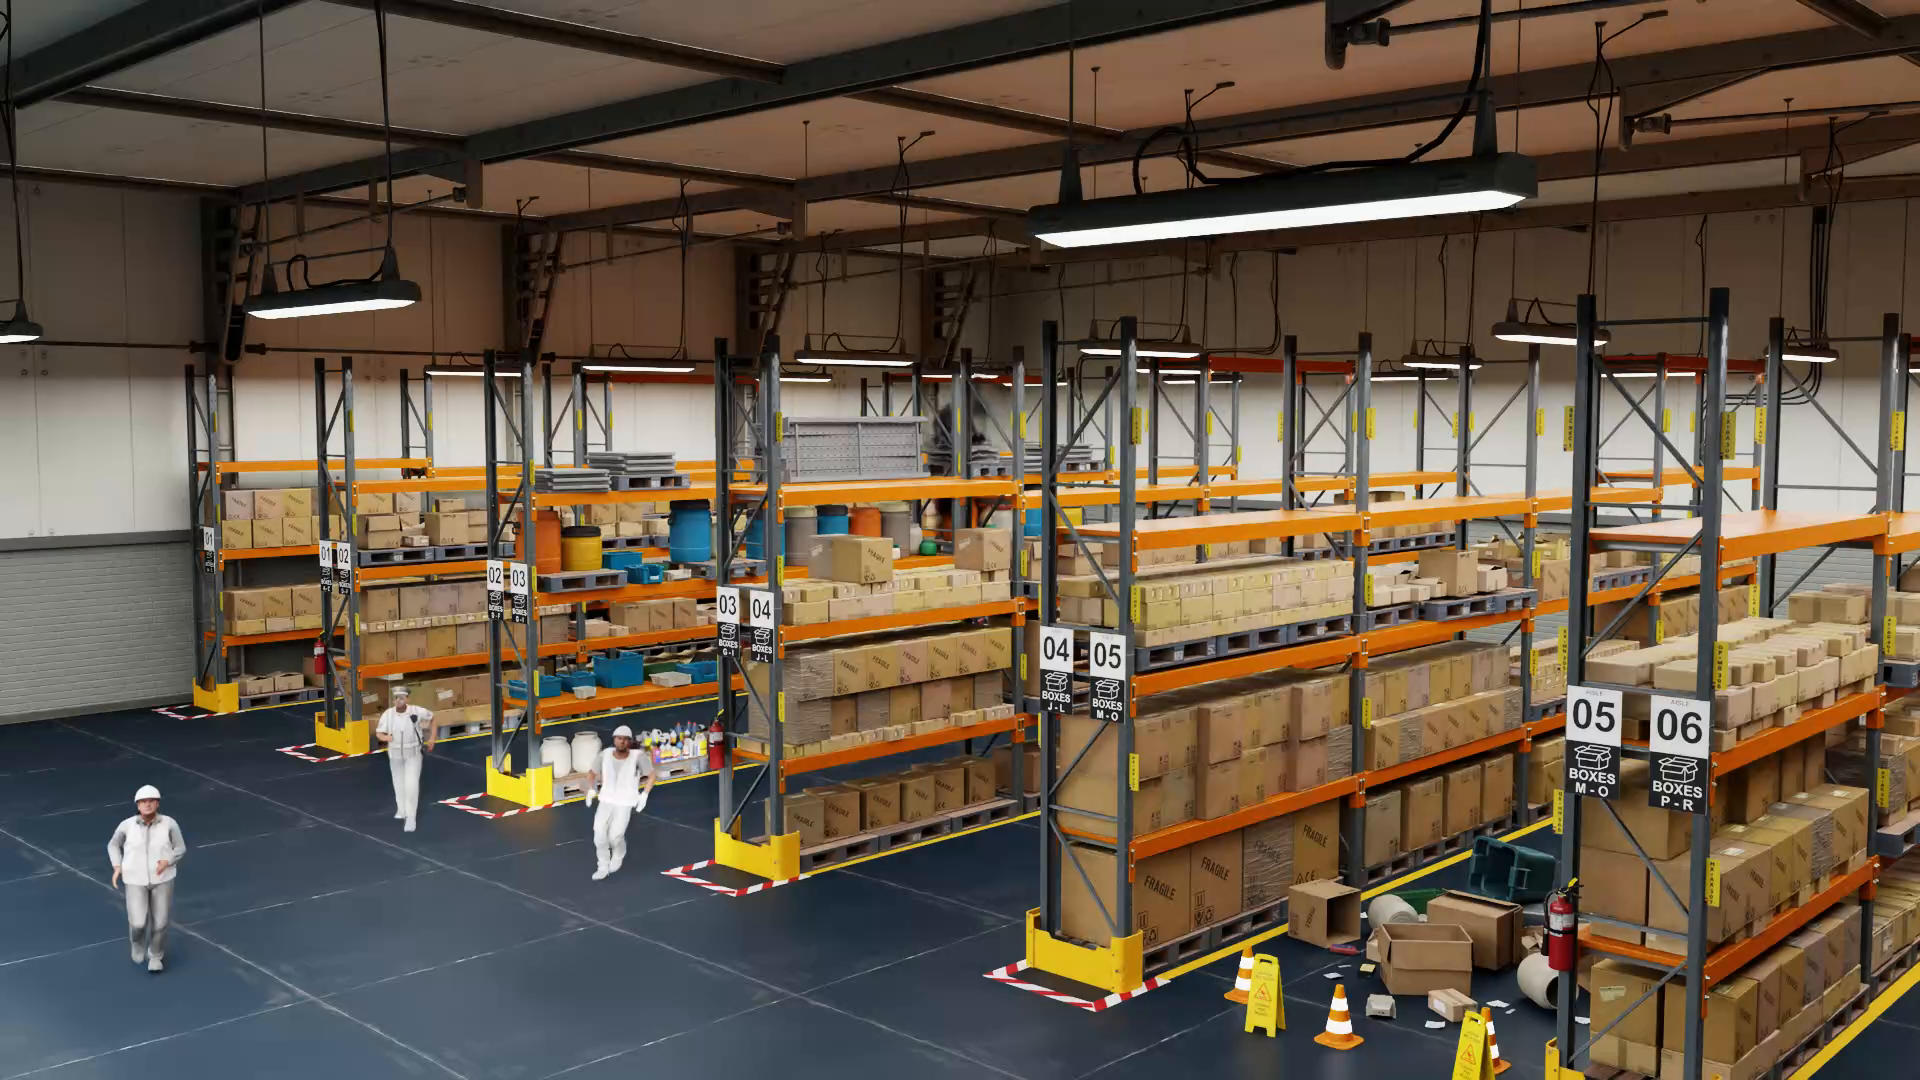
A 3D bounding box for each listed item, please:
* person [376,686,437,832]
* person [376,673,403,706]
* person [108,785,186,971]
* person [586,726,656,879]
[{"bbox_3d":[-6.892,2.704,20.716,0.675,1.830,0.907,0,4,-5],"label":"person"},{"bbox_3d":[-9.603,2.138,28.221,0.707,1.724,0.668,3,5,33],"label":"person"},{"bbox_3d":[-7.457,3.128,15.278,0.649,1.728,0.575,-2,5,-27],"label":"person"},{"bbox_3d":[-3.779,2.904,18.331,0.742,1.719,0.522,1,4,8],"label":"person"}]
